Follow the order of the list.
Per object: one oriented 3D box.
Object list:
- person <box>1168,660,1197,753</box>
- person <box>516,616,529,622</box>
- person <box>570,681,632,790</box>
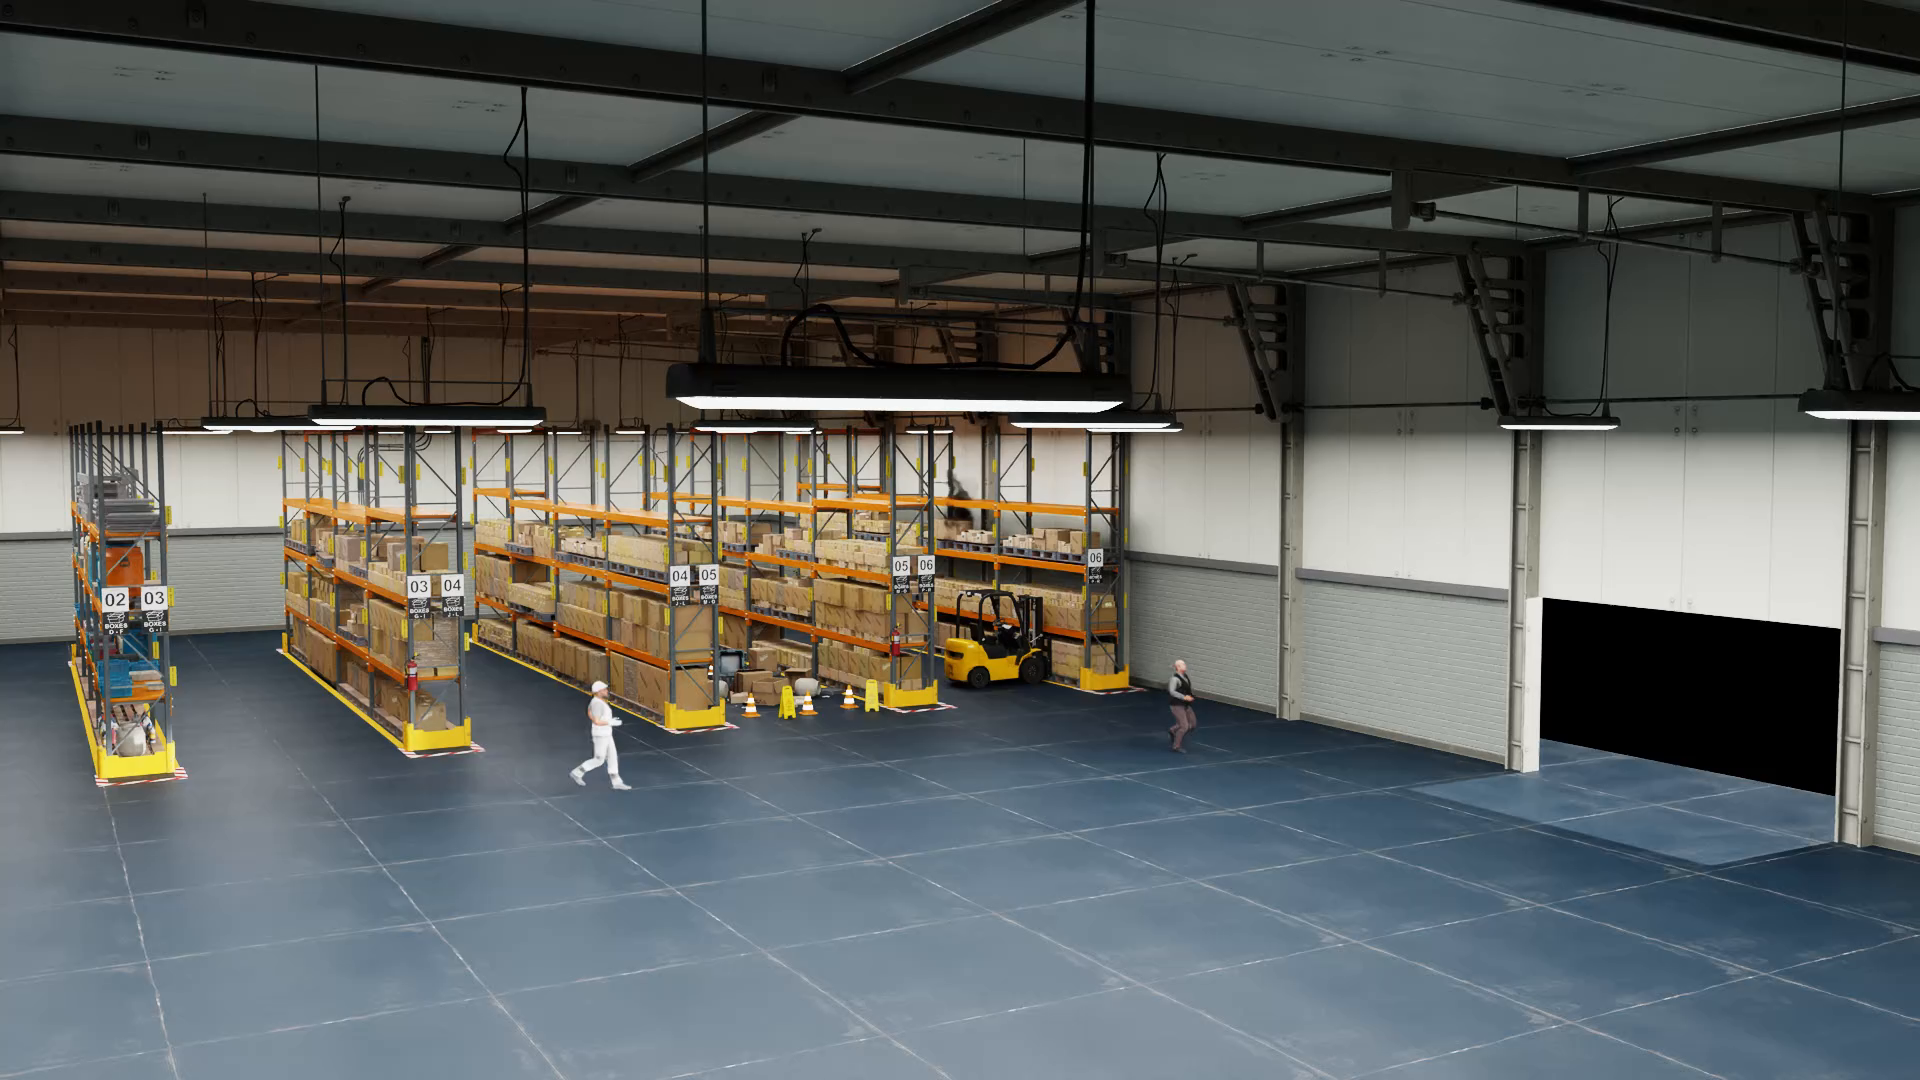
[{"bbox_3d":[4.022,3.018,30.190,0.591,1.688,0.698,2,4,32],"label":"person"},{"bbox_3d":[-12.827,1.926,48.126,0.543,1.650,0.700,1,4,17],"label":"person"},{"bbox_3d":[-5.781,3.162,26.777,0.953,1.782,0.638,0,4,-5],"label":"person"}]
